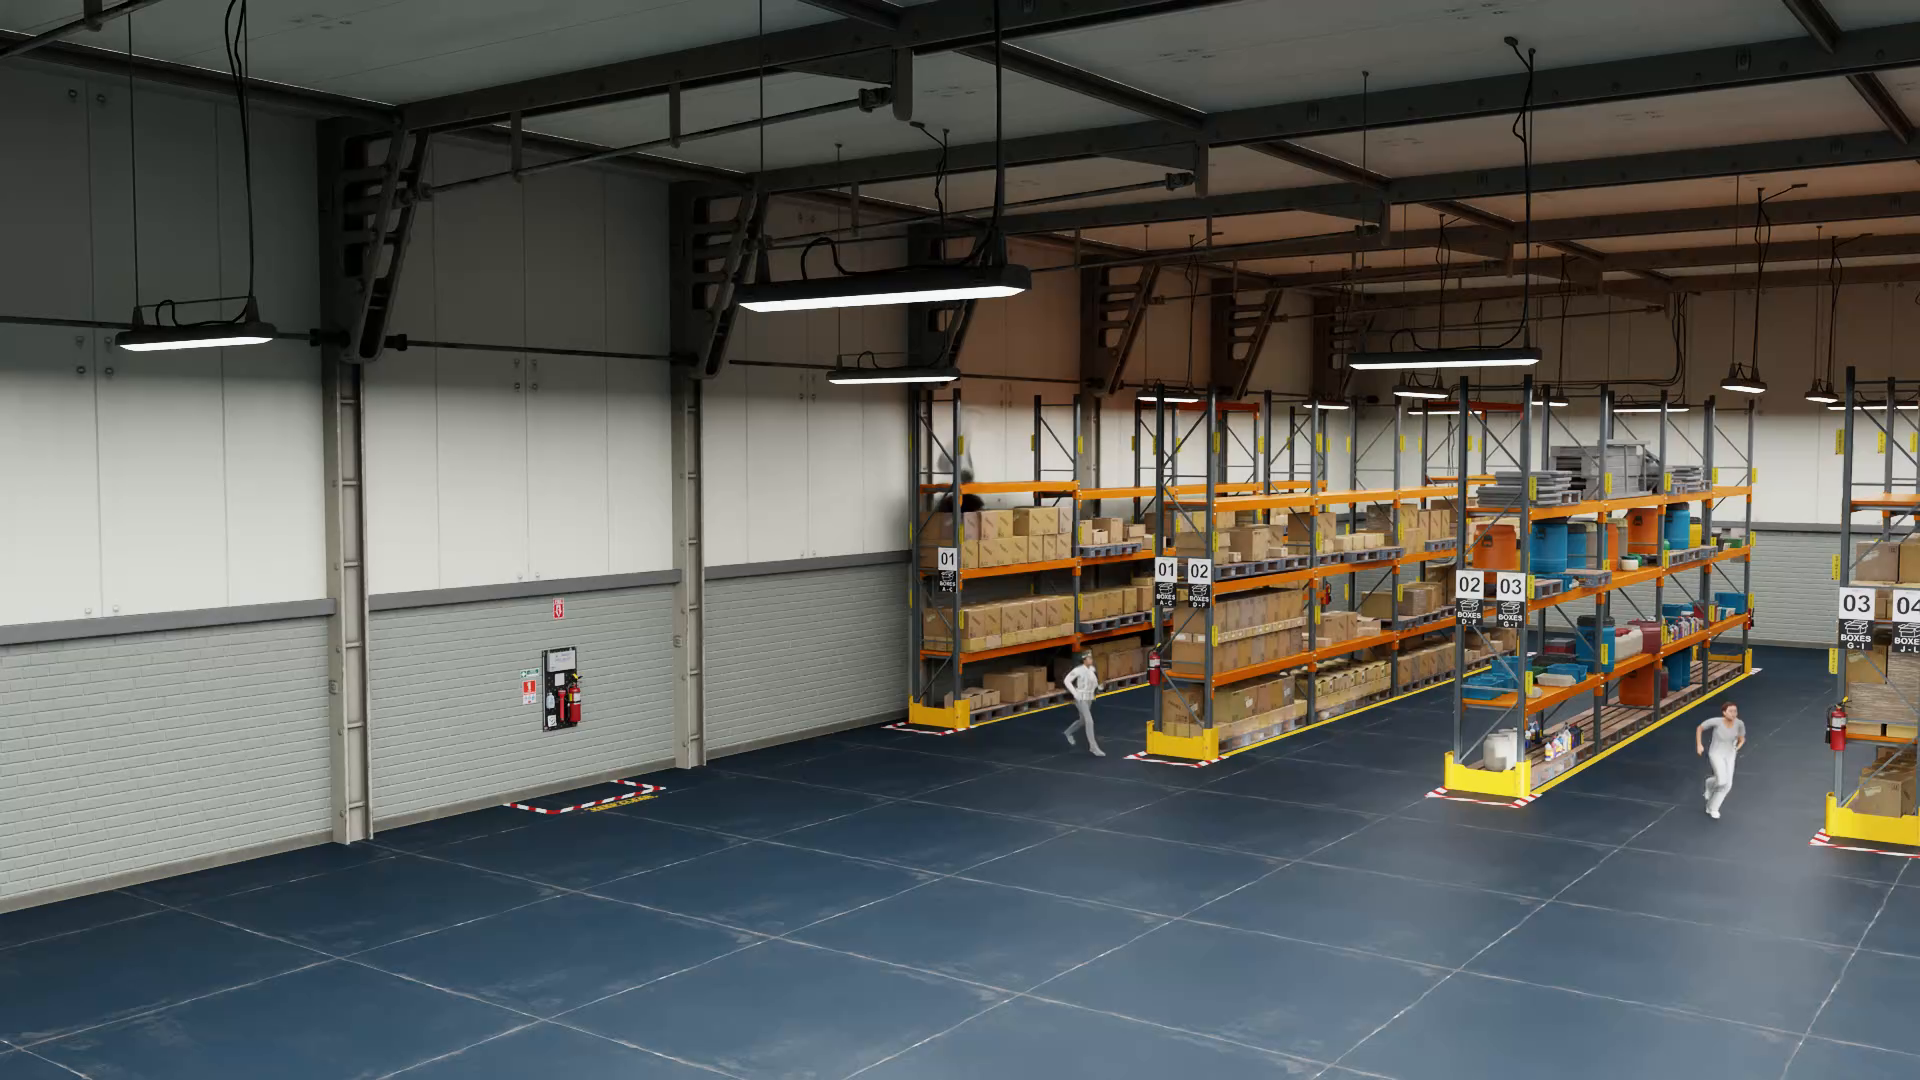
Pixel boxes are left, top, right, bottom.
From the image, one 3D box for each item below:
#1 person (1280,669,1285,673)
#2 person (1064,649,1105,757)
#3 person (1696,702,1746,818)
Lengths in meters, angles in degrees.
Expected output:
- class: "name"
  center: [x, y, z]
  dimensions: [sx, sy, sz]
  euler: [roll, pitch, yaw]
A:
- class: "person"
  center: [6.413, 2.205, 33.235]
  dimensions: [0.697, 1.826, 0.916]
  euler: [2, 4, 28]
- class: "person"
  center: [1.974, 2.615, 26.990]
  dimensions: [0.926, 1.706, 0.576]
  euler: [3, 4, 44]
- class: "person"
  center: [10.241, 2.943, 22.334]
  dimensions: [0.553, 1.596, 0.681]
  euler: [0, 3, -4]
